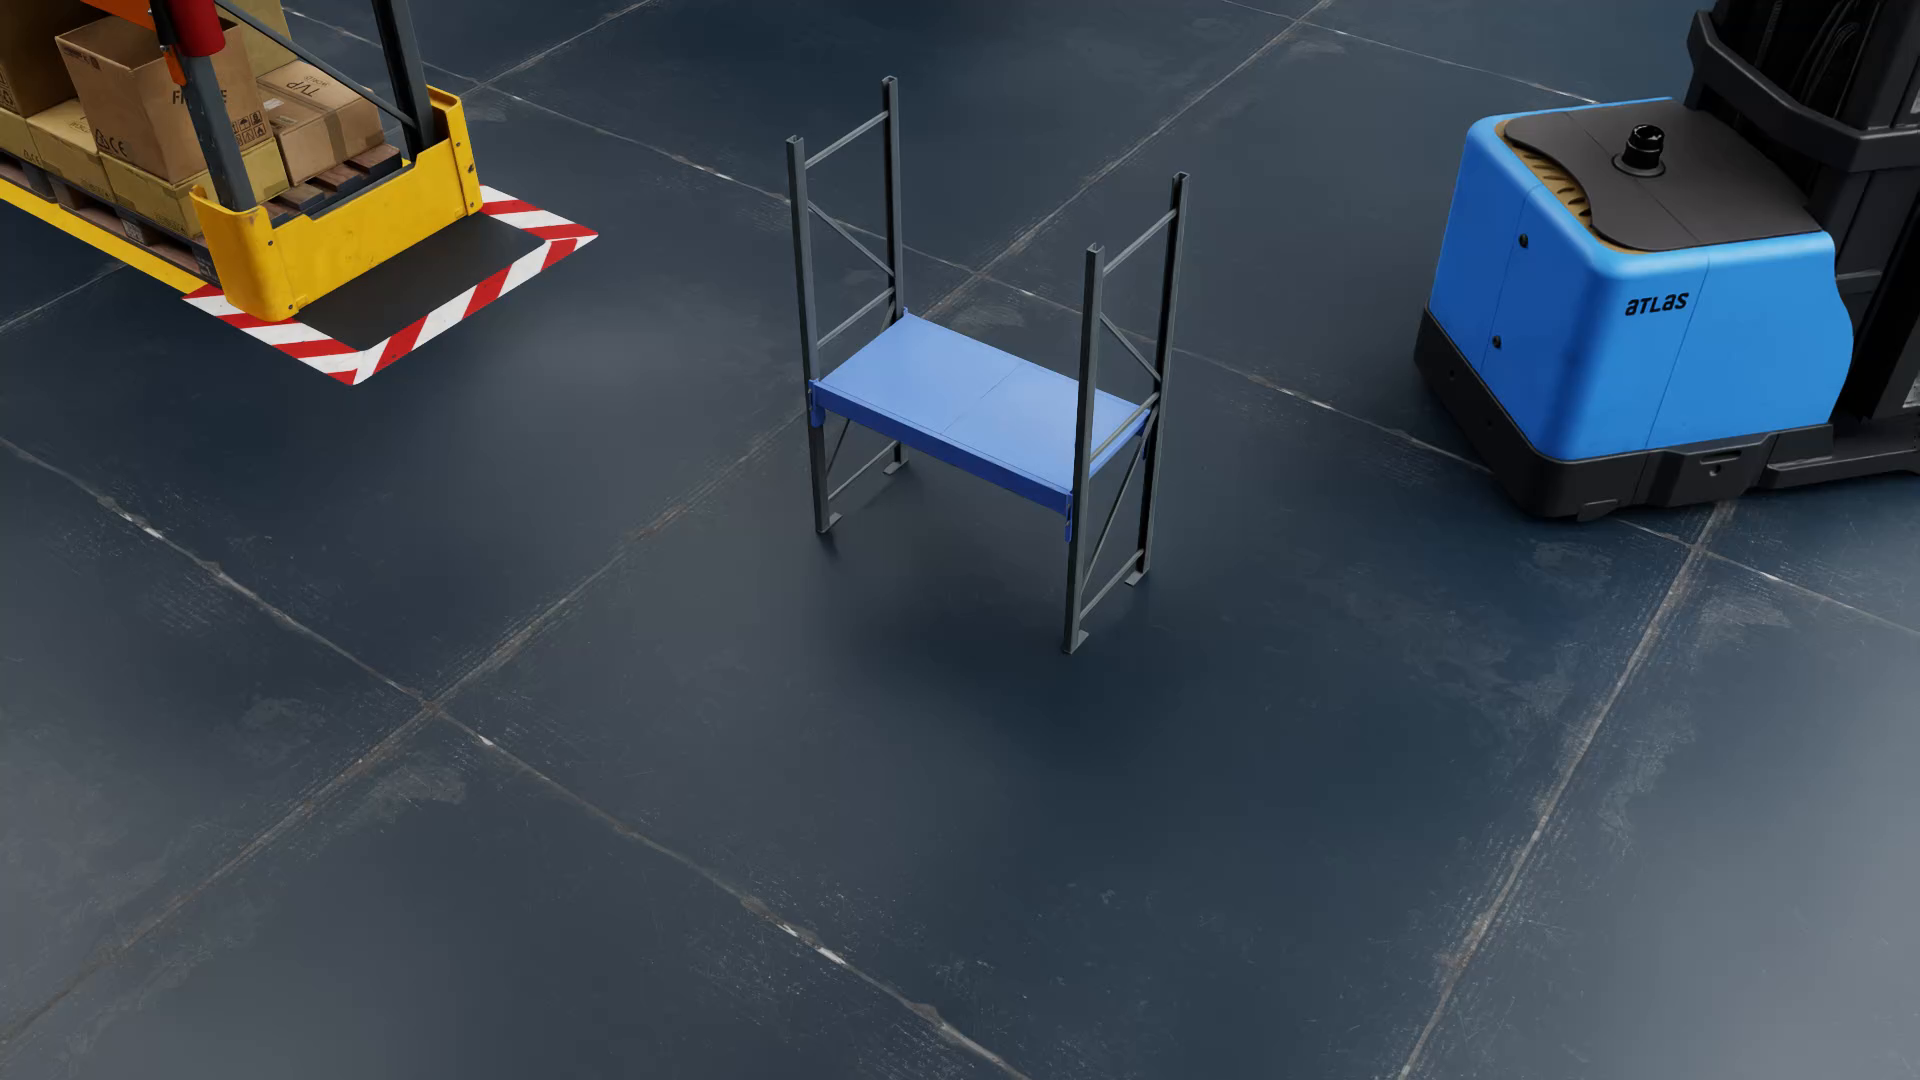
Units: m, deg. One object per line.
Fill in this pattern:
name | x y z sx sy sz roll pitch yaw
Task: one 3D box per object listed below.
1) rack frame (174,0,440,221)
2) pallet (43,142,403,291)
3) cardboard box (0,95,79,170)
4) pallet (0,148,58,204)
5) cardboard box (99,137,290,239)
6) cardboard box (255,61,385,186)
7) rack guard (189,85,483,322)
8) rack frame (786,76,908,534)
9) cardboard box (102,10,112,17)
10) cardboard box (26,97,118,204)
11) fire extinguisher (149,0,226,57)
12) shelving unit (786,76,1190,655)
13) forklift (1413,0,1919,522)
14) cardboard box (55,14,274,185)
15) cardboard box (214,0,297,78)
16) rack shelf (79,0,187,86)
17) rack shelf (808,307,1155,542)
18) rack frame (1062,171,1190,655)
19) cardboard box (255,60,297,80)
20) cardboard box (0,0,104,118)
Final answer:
rack frame | -2.598 -2.375 6.155 0.127 3.000 1.000 25 48 25
pallet | -3.248 -1.606 7.387 1.213 0.211 1.003 25 48 25
cardboard box | -4.033 -1.927 7.401 0.500 0.250 0.500 25 48 25
pallet | -4.242 -2.074 7.909 1.213 0.211 1.003 25 48 25
cardboard box | -3.206 -1.551 6.981 0.500 0.250 0.500 25 48 25
cardboard box | -2.909 -1.834 7.297 0.500 0.250 0.500 25 48 25
rack guard | -2.578 -1.435 6.979 0.348 0.500 1.175 25 48 25
rack frame | -0.346 -0.721 5.431 0.032 1.500 0.500 25 48 25
cardboard box | -3.736 -2.488 7.466 0.500 0.500 0.500 25 48 25
cardboard box | -3.623 -1.736 7.188 0.500 0.250 0.500 25 48 25
fire extinguisher | -2.768 -2.048 5.847 0.183 0.674 0.296 25 48 25
shelving unit | 0.070 -0.526 5.213 1.048 1.500 0.538 25 48 25
forklift | 3.322 -1.662 5.409 3.031 2.935 1.130 -8 42 -9
cardboard box | -3.208 -1.830 6.730 0.500 0.500 0.500 25 48 25
cardboard box | -3.319 -2.304 7.260 0.500 0.500 0.500 25 48 25
rack shelf | -4.235 -2.873 7.251 4.000 0.370 1.077 25 48 25
rack shelf | 0.070 -0.392 5.333 1.000 0.185 0.538 25 48 25
rack frame | 0.486 -0.332 4.996 0.032 1.500 0.500 25 48 25
cardboard box | -3.320 -2.023 7.509 0.500 0.250 0.500 25 48 25
cardboard box | -4.035 -2.204 7.149 0.500 0.500 0.500 25 48 25
